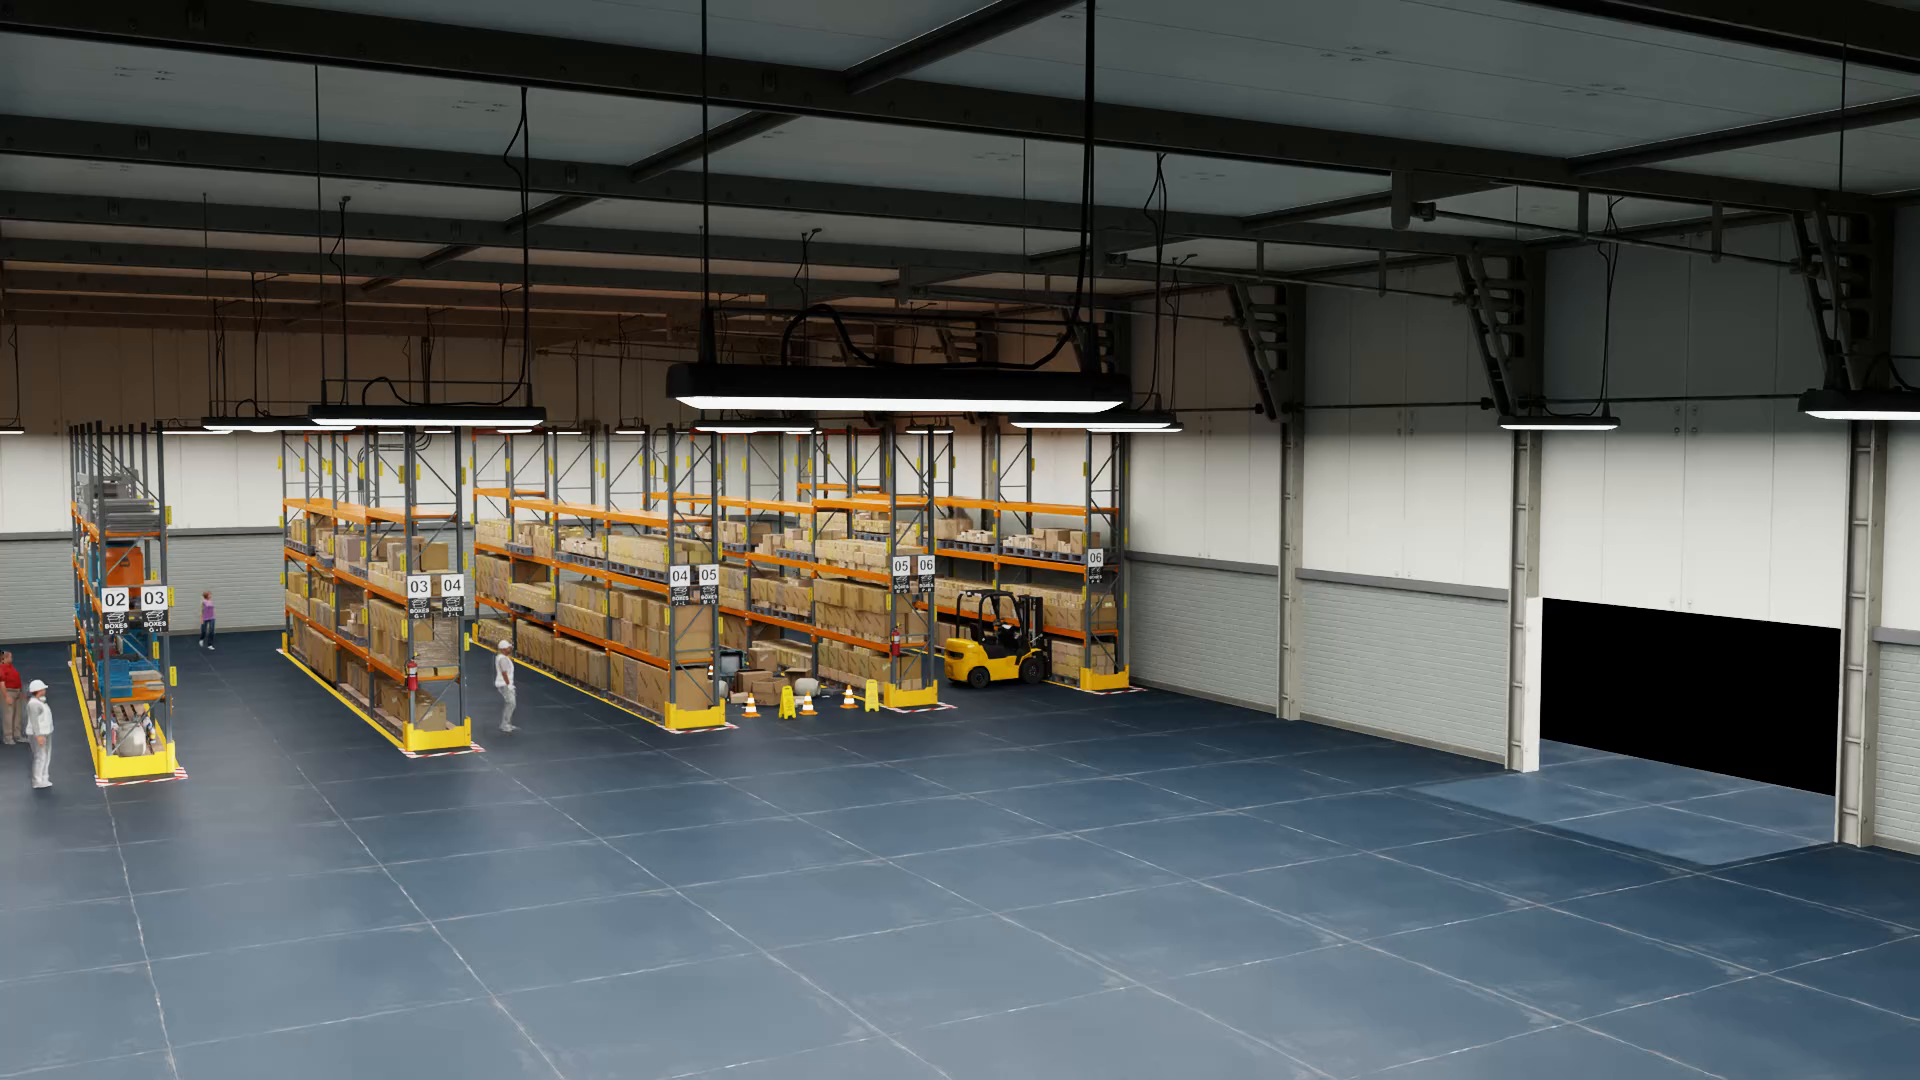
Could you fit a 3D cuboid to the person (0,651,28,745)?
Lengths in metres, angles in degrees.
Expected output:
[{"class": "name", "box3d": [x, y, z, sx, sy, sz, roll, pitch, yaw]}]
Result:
[{"class": "person", "box3d": [-17.781, 2.970, 31.239, 0.494, 1.776, 0.584, 0, 4, 2]}]

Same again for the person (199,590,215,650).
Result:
[{"class": "person", "box3d": [-20.314, 2.153, 44.854, 0.405, 1.581, 0.579, -3, 4, -37]}]

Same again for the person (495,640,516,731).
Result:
[{"class": "person", "box3d": [-8.888, 2.865, 32.559, 0.457, 1.827, 0.593, 0, 4, -6]}]

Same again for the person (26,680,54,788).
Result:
[{"class": "person", "box3d": [-15.046, 3.181, 27.186, 0.381, 1.806, 0.596, 0, 4, -4]}]
